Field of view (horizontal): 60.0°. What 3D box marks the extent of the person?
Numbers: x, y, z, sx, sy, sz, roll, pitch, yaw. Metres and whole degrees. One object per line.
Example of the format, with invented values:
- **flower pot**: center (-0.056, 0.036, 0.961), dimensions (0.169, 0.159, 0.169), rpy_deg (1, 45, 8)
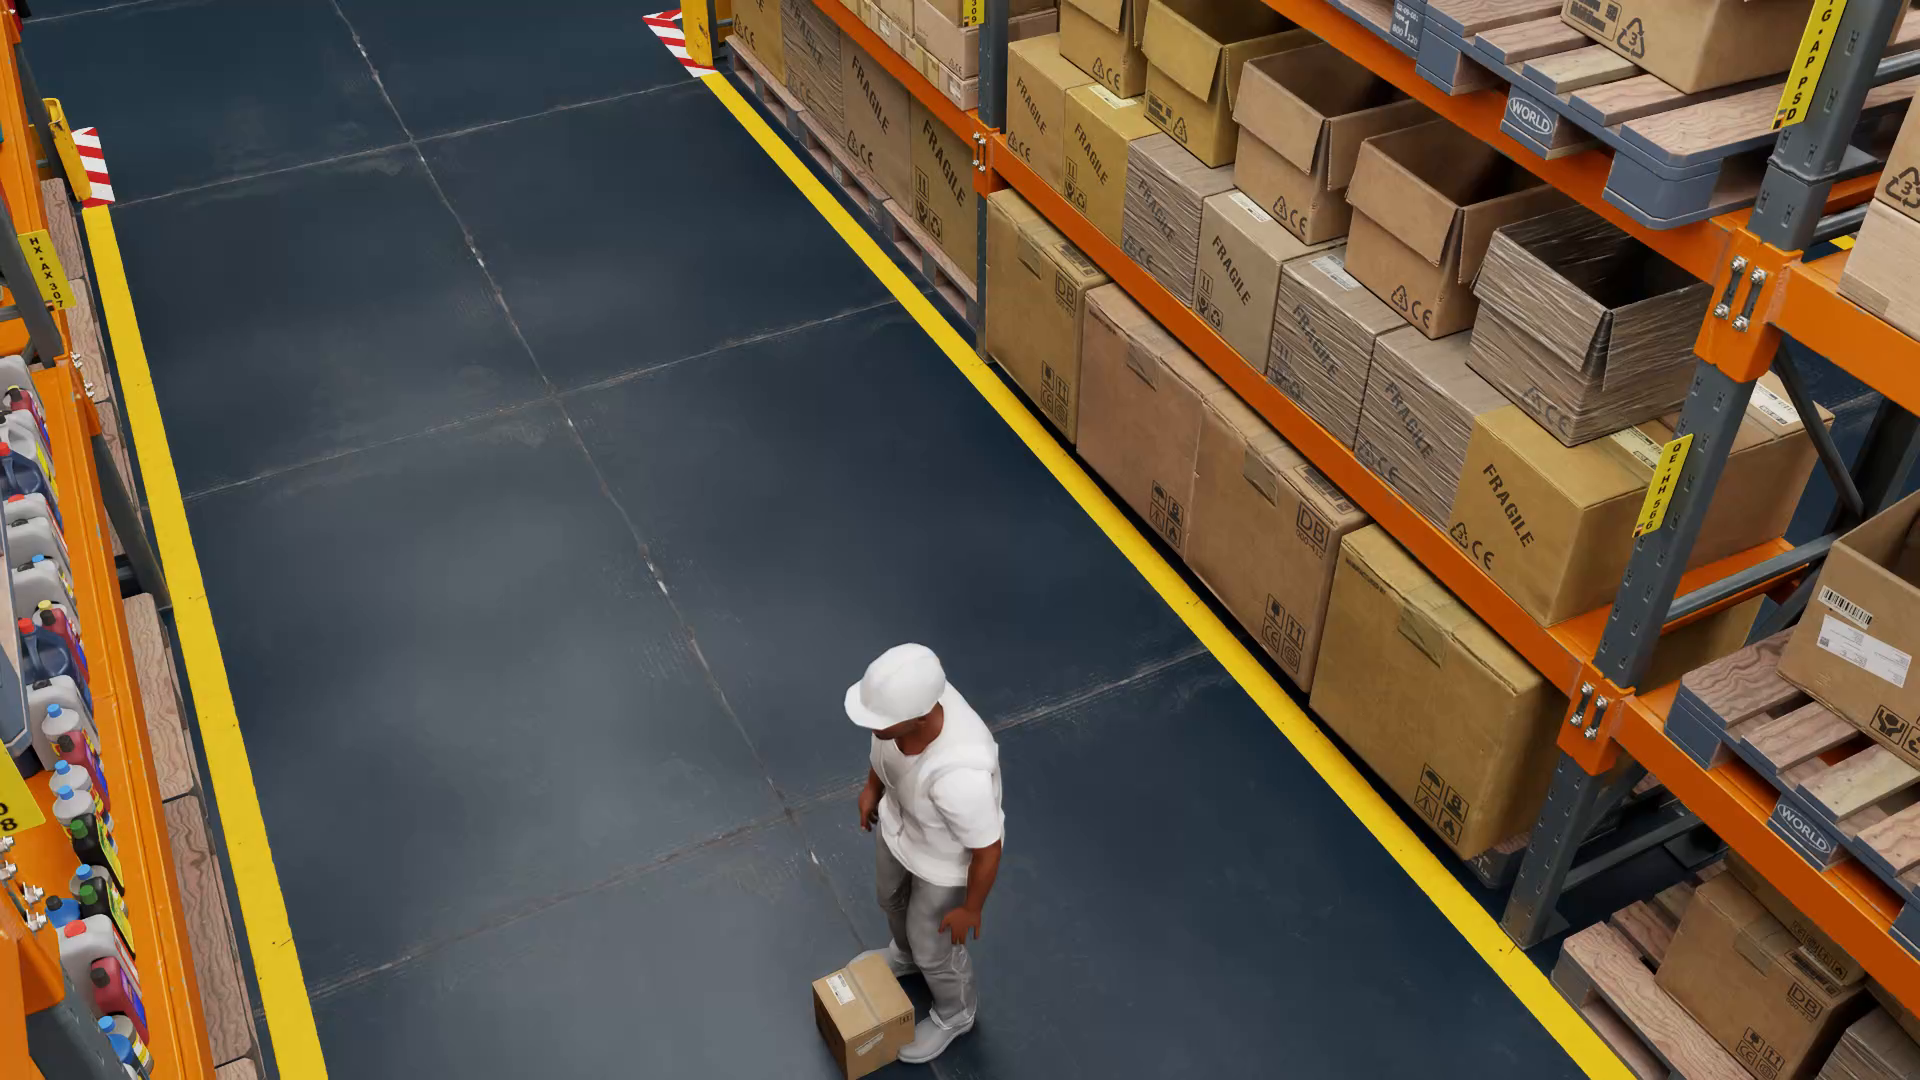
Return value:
- **person**: center (-0.117, 0.934, 5.072), dimensions (0.461, 1.759, 0.631), rpy_deg (-22, 45, -23)
